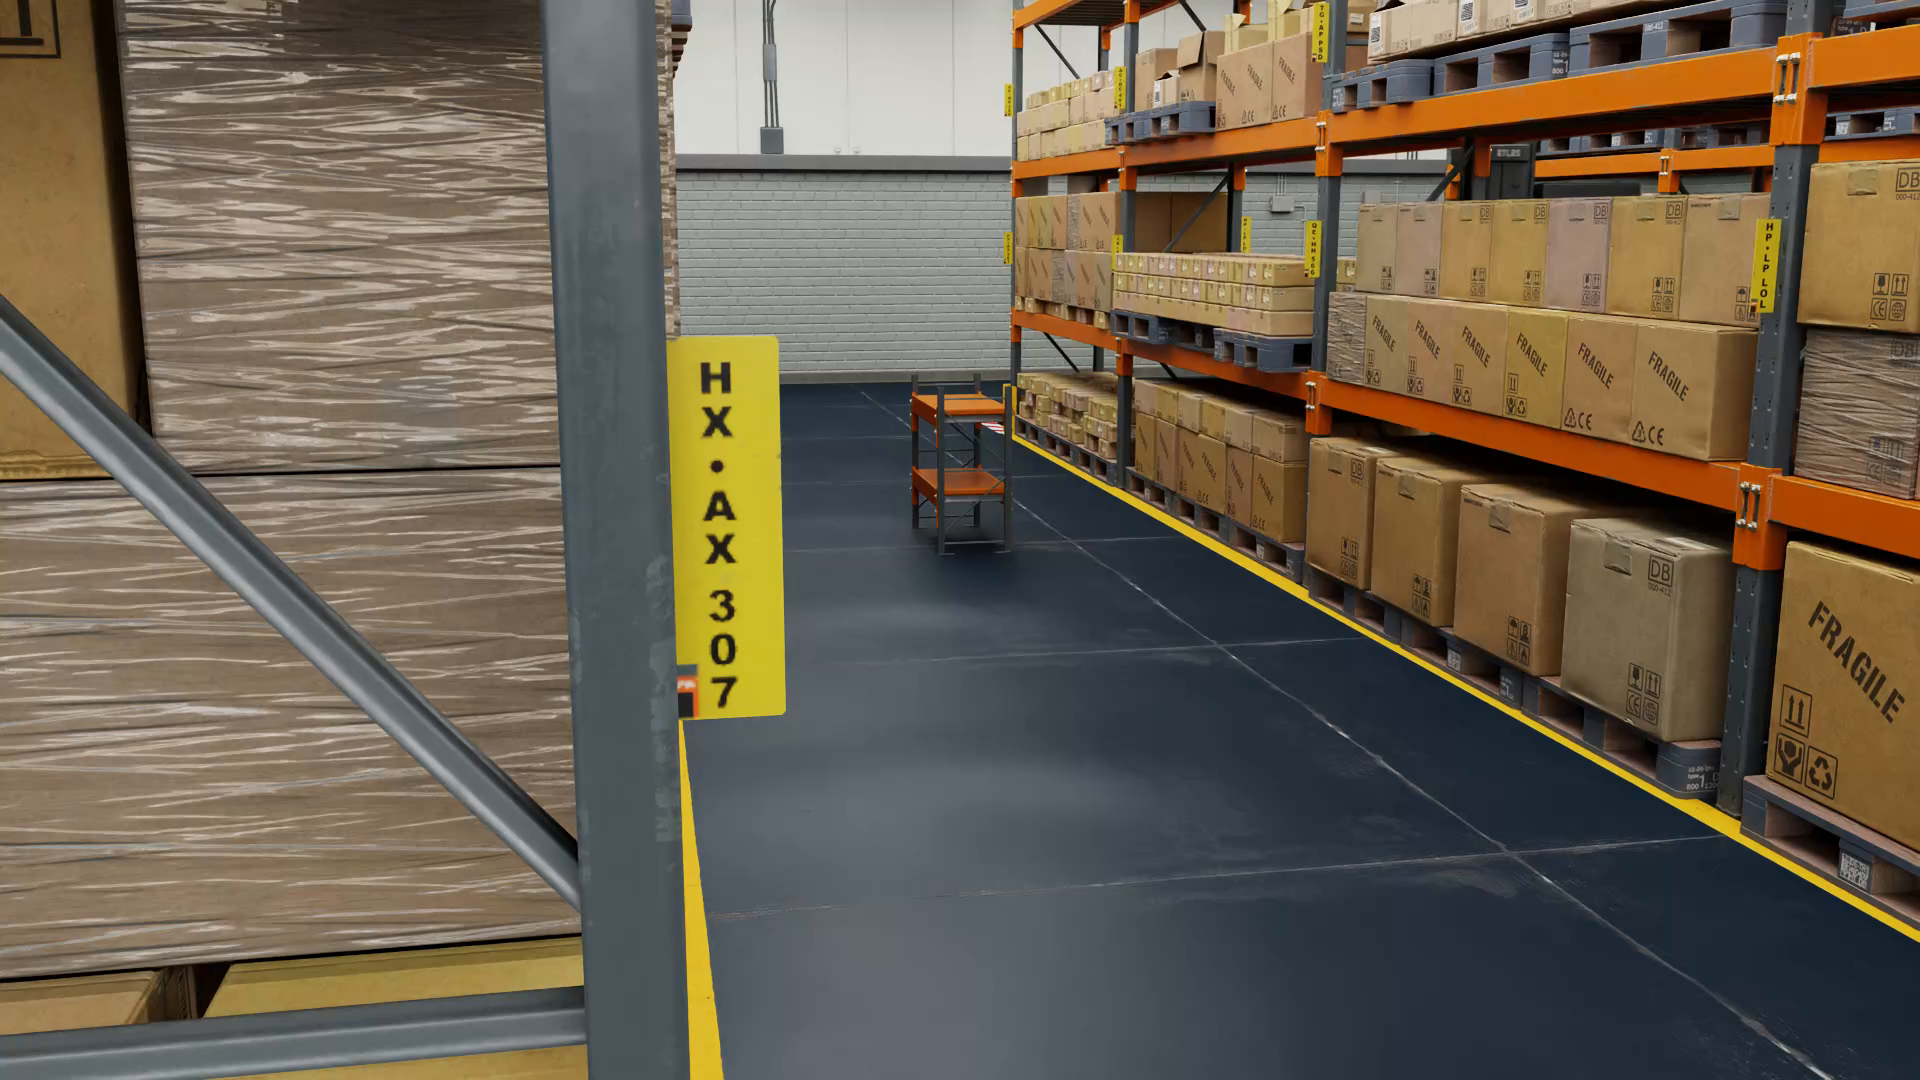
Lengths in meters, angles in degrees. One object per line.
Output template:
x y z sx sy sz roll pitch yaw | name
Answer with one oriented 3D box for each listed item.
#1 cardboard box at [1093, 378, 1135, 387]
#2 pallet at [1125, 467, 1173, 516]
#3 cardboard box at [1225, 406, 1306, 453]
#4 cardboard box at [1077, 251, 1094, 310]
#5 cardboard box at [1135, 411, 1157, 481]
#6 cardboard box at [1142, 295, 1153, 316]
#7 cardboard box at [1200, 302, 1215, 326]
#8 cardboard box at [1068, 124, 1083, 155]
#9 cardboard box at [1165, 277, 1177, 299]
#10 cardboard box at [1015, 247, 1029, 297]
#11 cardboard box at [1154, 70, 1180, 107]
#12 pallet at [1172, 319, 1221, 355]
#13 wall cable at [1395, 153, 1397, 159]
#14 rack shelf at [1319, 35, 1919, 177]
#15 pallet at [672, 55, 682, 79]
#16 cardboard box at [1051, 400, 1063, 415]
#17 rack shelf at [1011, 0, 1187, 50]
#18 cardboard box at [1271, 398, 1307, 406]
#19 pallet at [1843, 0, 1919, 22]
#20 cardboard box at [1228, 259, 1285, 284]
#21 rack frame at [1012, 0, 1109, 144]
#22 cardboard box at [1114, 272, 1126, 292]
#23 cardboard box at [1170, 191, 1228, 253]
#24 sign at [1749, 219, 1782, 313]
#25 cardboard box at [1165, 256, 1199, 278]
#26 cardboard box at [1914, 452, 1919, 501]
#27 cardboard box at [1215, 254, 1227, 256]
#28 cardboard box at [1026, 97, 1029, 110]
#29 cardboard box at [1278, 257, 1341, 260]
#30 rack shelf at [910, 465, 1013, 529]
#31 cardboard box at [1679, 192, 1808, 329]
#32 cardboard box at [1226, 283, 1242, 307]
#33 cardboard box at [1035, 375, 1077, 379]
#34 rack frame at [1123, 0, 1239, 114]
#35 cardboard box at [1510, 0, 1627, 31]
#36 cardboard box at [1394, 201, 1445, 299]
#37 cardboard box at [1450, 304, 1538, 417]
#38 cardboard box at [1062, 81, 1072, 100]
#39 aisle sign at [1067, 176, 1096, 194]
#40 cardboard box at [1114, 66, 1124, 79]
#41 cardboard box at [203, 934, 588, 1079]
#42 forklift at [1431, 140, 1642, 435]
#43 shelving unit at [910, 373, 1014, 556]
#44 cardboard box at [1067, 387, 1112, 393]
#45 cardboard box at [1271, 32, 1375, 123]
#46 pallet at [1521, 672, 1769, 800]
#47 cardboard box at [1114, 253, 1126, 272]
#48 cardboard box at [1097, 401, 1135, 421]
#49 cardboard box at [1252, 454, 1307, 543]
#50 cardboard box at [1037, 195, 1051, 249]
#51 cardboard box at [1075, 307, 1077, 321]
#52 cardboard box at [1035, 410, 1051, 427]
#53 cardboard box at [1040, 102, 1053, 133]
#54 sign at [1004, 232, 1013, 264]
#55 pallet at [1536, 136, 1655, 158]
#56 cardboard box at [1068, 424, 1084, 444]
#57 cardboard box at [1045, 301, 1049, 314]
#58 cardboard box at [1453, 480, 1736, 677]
1.548 -1.528 16.614 0.380 0.149 0.250 -3 11 -13 | cardboard box
1.972 -0.413 13.300 1.003 0.211 1.213 -2 11 -11 | pallet
2.098 -0.747 11.153 0.500 0.250 0.500 -2 11 -10 | cardboard box
1.348 -2.294 14.665 0.500 0.500 0.500 -2 11 -13 | cardboard box
1.702 -0.758 13.221 0.500 0.500 0.500 -2 11 -9 | cardboard box
1.597 -1.777 12.557 0.380 0.149 0.250 -2 11 -10 | cardboard box
1.854 -1.536 11.294 0.380 0.149 0.250 -3 11 -14 | cardboard box
1.274 -3.591 14.917 0.500 0.250 0.500 -2 11 -12 | cardboard box
1.704 -1.825 12.015 0.380 0.149 0.250 -2 11 -12 | cardboard box
0.857 -2.762 17.121 0.500 0.500 0.500 -2 11 -8 | cardboard box
1.784 -3.392 12.590 0.500 0.311 0.500 -2 11 -12 | cardboard box
2.172 -1.459 11.853 1.003 0.211 1.213 -2 11 -11 | pallet
5.232 -6.864 23.695 2.355 3.000 0.029 -2 11 -11 | wall cable
2.986 -1.945 7.795 1.077 0.370 4.000 -2 11 -11 | rack shelf
-1.730 -1.985 6.582 1.213 0.211 1.003 -2 11 -11 | pallet
1.112 -1.315 16.290 0.380 0.149 0.250 -3 11 -14 | cardboard box
1.430 -4.884 15.223 1.077 0.370 4.000 -2 11 -11 | rack shelf
2.518 -0.858 11.738 0.500 0.250 0.500 -2 11 -11 | cardboard box
3.524 -1.738 5.018 1.003 0.211 1.213 -2 11 -11 | pallet
1.954 -1.734 10.743 0.380 0.149 0.250 -2 11 -9 | cardboard box
1.041 -5.606 17.083 1.000 3.000 0.127 -2 11 -11 | rack frame
1.444 -2.065 13.279 0.380 0.149 0.250 -2 11 -10 | cardboard box
1.970 -2.703 14.140 0.500 0.500 0.500 -2 11 -10 | cardboard box
2.844 -0.966 5.867 0.100 0.325 0.005 -2 11 -11 | sign
1.697 -1.974 12.005 0.380 0.149 0.250 -2 11 -9 | cardboard box
3.588 -0.364 5.188 0.875 0.550 0.550 -2 11 -11 | cardboard box
2.190 -2.137 12.861 0.380 0.149 0.250 -2 11 -13 | cardboard box
0.881 -4.433 16.938 0.380 0.149 0.250 -2 11 -11 | cardboard box
2.440 -1.900 11.612 0.380 0.149 0.250 -2 11 -9 | cardboard box
-0.001 -0.314 11.644 0.538 0.278 1.000 -2 11 -11 | rack shelf
3.273 -1.089 6.455 0.700 0.500 0.500 -2 11 -12 | cardboard box
1.947 -1.592 10.791 0.380 0.149 0.250 -2 11 -10 | cardboard box
0.981 -1.602 17.003 0.380 0.149 0.250 -2 11 -10 | cardboard box
1.819 -4.872 13.229 1.000 3.000 0.127 -2 11 -11 | rack frame
2.818 -2.457 7.407 0.500 0.311 0.500 -3 11 -13 | cardboard box
2.774 -1.557 8.911 0.700 0.500 0.500 -2 11 -12 | cardboard box
2.713 -0.872 7.986 0.500 0.500 0.500 -2 11 -12 | cardboard box
1.144 -4.096 15.170 0.380 0.149 0.250 -2 11 -12 | cardboard box
1.321 -3.960 17.529 0.394 0.787 0.004 -2 11 -11 | aisle sign
1.490 -3.814 13.688 0.380 0.149 0.250 -3 11 -14 | cardboard box
-0.554 0.500 1.720 0.380 0.149 0.250 -2 11 -11 | cardboard box
4.851 -1.857 13.616 3.031 2.935 1.130 0 11 1 | forklift
-0.001 -0.554 11.598 0.538 1.125 1.048 -2 11 -11 | shelving unit
1.228 -1.365 15.758 0.380 0.149 0.250 -2 11 -11 | cardboard box
2.237 -2.810 10.147 0.500 0.500 0.500 -2 11 -11 | cardboard box
3.151 0.773 7.071 1.003 0.211 1.213 -2 11 -11 | pallet
1.444 -2.211 13.251 0.380 0.149 0.250 -2 11 -8 | cardboard box
1.406 -1.125 14.493 0.380 0.149 0.250 -2 11 -10 | cardboard box
2.212 -0.281 10.714 0.500 0.500 0.500 -2 11 -11 | cardboard box
1.052 -3.065 16.040 0.500 0.500 0.500 -2 11 -12 | cardboard box
1.278 -2.086 15.305 0.380 0.149 0.250 -2 11 -12 | cardboard box
0.957 -1.216 16.563 0.380 0.149 0.250 -2 11 -10 | cardboard box
1.060 -4.026 15.866 0.500 0.250 0.500 -2 11 -10 | cardboard box
0.509 -3.064 17.459 0.100 0.325 0.005 -2 11 -11 | sign
6.272 -3.928 16.524 1.003 0.211 1.213 -2 11 -11 | pallet
1.207 -0.980 15.327 0.380 0.149 0.250 -2 11 -11 | cardboard box
1.057 -2.325 16.562 0.380 0.149 0.250 -2 11 -8 | cardboard box
2.982 0.153 7.763 1.050 0.750 0.750 -2 11 -11 | cardboard box
